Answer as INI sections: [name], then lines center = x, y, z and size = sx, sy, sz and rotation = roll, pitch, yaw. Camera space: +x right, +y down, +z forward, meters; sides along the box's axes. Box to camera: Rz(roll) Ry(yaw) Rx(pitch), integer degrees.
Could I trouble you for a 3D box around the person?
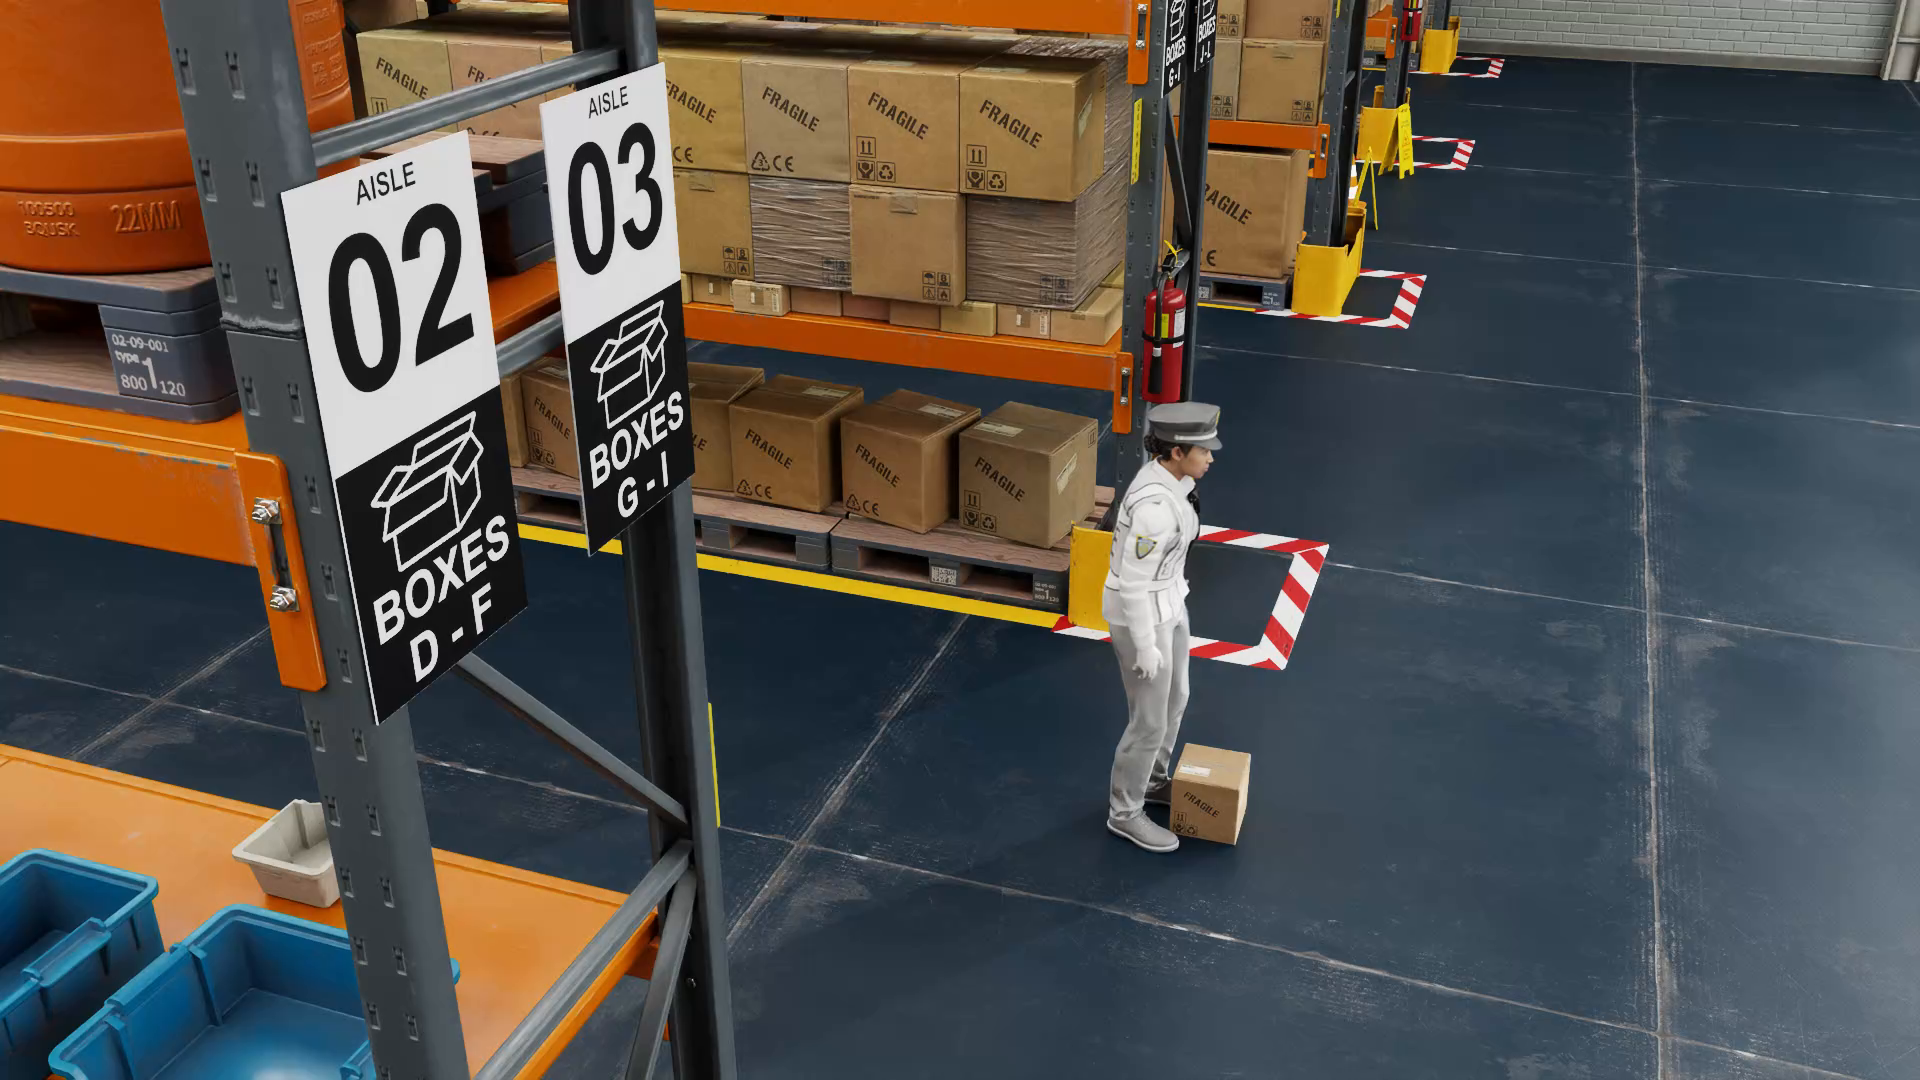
[person]
center = 0.724, 0.292, 6.006
size = 0.409, 1.663, 0.527
rotation = 9, 27, 17
